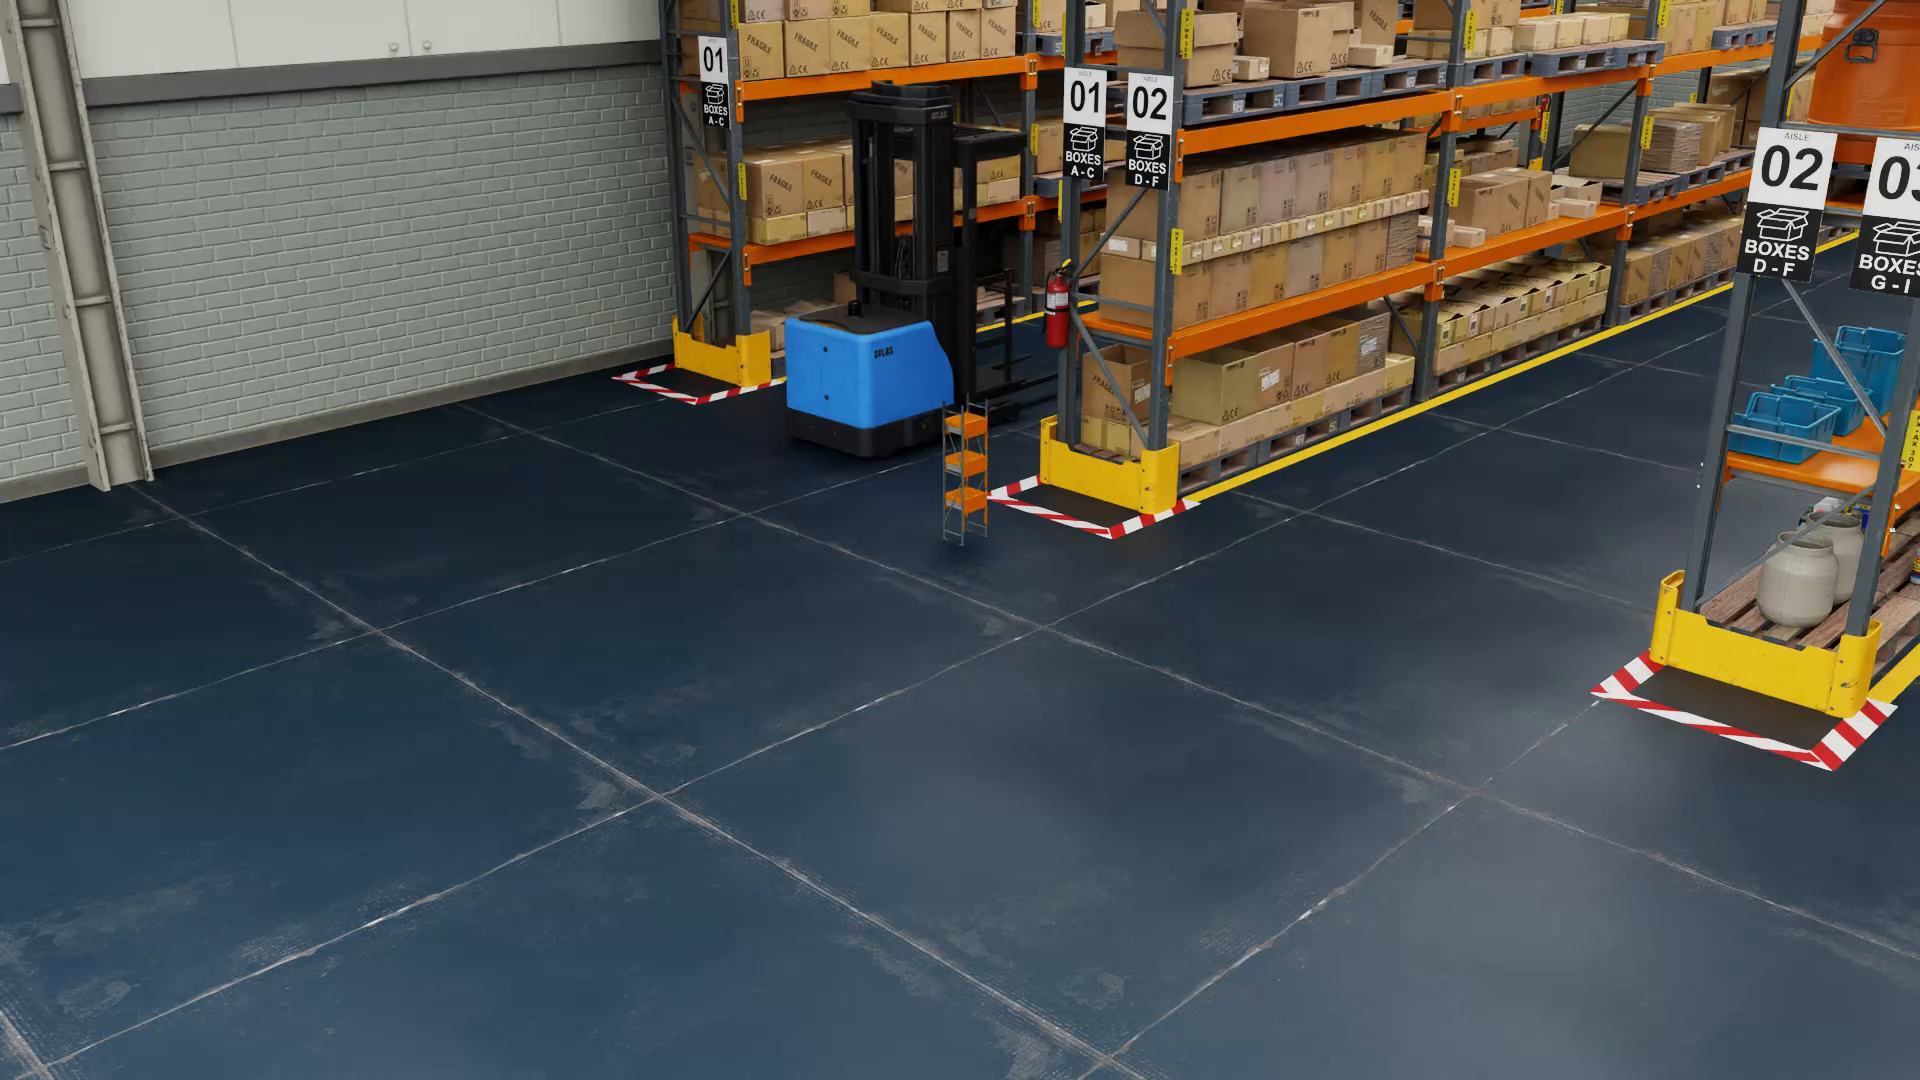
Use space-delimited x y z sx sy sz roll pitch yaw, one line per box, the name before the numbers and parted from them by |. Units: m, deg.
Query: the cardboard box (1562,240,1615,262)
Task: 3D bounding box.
cardboard box | 7.232 -3.172 19.018 0.500 0.500 0.500 -19 28 -40

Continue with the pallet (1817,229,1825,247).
pallet | 10.869 -4.052 22.324 1.003 0.211 1.213 19 28 41

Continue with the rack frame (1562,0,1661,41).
rack frame | 6.748 -6.635 16.793 1.000 3.000 0.127 19 28 41

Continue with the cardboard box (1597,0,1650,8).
cardboard box | 7.057 -5.859 17.422 0.500 0.500 0.500 19 28 41

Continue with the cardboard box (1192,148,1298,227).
cardboard box | 2.253 -2.827 13.301 0.700 0.500 0.500 19 28 41

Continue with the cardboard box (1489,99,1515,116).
cardboard box | 7.928 -6.946 25.548 0.980 0.700 0.700 19 28 40

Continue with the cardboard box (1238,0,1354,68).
cardboard box | 2.718 -4.124 13.518 0.637 0.503 0.797 -16 26 -36

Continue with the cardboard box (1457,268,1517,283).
cardboard box | 5.454 -2.680 17.332 0.500 0.311 0.500 18 28 39

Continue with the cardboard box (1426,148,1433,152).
cardboard box | 6.887 -5.816 25.021 0.380 0.149 0.250 18 27 39

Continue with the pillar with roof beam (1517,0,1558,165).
pillar with roof beam | 13.125 -9.763 24.933 9.100 9.000 0.400 19 28 41

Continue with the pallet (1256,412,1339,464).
pallet | 2.521 -0.996 14.370 1.003 0.211 1.213 19 28 41

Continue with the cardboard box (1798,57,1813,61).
cardboard box | 11.830 -6.356 22.898 0.500 0.500 0.500 -19 28 -40

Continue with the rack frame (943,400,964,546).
rack frame | -0.048 -0.472 11.840 0.200 1.050 0.008 19 28 41

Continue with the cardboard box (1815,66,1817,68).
cardboard box | 11.505 -5.956 21.858 0.500 0.500 0.500 -19 28 -41

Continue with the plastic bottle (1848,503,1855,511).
plastic bottle | 6.215 -0.273 11.683 0.144 0.351 0.185 19 28 40

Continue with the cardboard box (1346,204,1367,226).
cardboard box | 3.210 -2.771 14.060 0.380 0.149 0.250 19 28 40

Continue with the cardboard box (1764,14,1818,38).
cardboard box | 10.055 -6.256 20.198 0.500 0.250 0.500 19 28 41

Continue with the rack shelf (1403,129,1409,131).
rack shelf | 4.591 -5.252 22.560 1.077 0.370 4.000 19 28 41

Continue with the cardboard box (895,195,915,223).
cardboard box | -0.751 -3.398 16.916 0.500 0.250 0.500 20 28 41

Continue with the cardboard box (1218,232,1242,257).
cardboard box | 1.952 -2.307 12.852 0.380 0.149 0.250 19 28 41

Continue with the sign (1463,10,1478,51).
sign | 4.356 -4.346 14.189 0.100 0.325 0.005 19 28 41

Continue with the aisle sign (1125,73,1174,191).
aisle sign | 1.340 -2.898 11.810 0.394 0.787 0.004 19 28 41

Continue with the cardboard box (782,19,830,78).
cardboard box | -1.572 -4.625 15.580 0.500 0.500 0.500 -18 27 -39

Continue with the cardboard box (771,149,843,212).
cardboard box | -1.485 -3.478 16.079 0.500 0.500 0.500 19 28 41

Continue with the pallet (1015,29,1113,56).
pallet | 0.912 -5.490 18.257 1.213 0.211 1.003 19 28 41

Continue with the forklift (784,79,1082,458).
forklift | -0.118 -2.491 14.471 1.130 2.935 3.031 18 28 39

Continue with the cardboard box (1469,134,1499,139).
cardboard box | 8.304 -6.339 26.380 0.380 0.149 0.250 20 28 41

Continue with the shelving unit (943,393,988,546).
shelving unit | 0.037 -0.504 11.922 0.215 1.050 0.252 19 28 41

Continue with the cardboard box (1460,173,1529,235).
cardboard box | 5.222 -3.310 16.367 0.500 0.500 0.500 19 28 41

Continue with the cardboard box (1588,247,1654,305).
cardboard box | 7.270 -2.918 18.358 0.500 0.500 0.500 -19 28 -40

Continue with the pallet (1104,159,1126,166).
pallet | 1.844 -4.465 19.777 1.003 0.211 1.213 19 28 41

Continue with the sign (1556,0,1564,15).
sign | 6.360 -5.612 17.594 0.100 0.325 0.005 19 28 41

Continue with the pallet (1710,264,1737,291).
pallet | 8.998 -3.342 20.477 1.003 0.211 1.213 19 28 41

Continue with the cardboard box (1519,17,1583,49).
cardboard box | 5.712 -4.946 16.206 0.500 0.250 0.500 19 28 40

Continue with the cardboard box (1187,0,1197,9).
cardboard box | 2.529 -6.402 20.201 0.500 0.500 0.500 19 28 41

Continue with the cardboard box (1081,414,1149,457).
cardboard box | 1.329 -0.902 13.488 0.500 0.250 0.500 19 28 41

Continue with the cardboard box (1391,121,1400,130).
cardboard box | 5.953 -5.836 23.399 0.380 0.149 0.250 20 28 41

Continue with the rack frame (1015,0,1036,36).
rack frame | 0.405 -6.845 17.341 1.000 3.000 0.127 19 28 41

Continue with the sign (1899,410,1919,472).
sign | 5.104 -0.528 8.881 0.100 0.325 0.005 19 28 41

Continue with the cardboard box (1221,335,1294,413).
cardboard box | 2.387 -1.384 13.695 0.500 0.500 0.500 19 28 41

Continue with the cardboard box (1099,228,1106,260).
cardboard box | 1.616 -3.543 19.984 0.700 0.500 0.500 20 28 41

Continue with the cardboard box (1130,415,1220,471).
cardboard box | 1.700 -0.773 13.151 0.500 0.250 0.500 19 28 41

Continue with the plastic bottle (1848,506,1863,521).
plastic bottle | 6.202 -0.136 11.536 0.097 0.201 0.097 0 21 0

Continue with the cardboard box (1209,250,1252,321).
cardboard box | 1.865 -2.078 13.160 0.500 0.500 0.700 -19 28 -41

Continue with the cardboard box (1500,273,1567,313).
cardboard box | 5.847 -2.548 16.989 0.500 0.311 0.500 19 28 40

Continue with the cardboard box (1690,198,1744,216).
cardboard box | 9.732 -4.119 21.480 0.500 0.500 0.500 19 28 41

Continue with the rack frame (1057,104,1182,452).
rack frame | 1.167 -1.778 12.519 1.000 3.000 0.127 19 28 41

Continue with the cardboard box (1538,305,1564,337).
cardboard box | 5.845 -2.289 17.096 0.500 0.250 0.500 -19 28 -41

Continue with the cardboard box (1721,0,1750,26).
cardboard box | 8.684 -6.264 19.145 0.600 0.600 0.600 19 28 40

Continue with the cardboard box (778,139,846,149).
cardboard box | -1.493 -3.741 16.764 0.500 0.500 0.500 18 28 39

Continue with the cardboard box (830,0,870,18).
cardboard box | -1.207 -5.229 15.756 0.500 0.500 0.500 -19 28 -41

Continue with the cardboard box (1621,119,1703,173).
cardboard box | 7.881 -4.455 18.758 0.500 0.500 0.700 -14 25 -32

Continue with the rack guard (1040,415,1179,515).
rack guard | 1.150 -0.605 12.952 1.175 0.500 0.348 19 28 41

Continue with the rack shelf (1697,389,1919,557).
rack shelf | 6.108 -0.716 10.758 1.077 0.370 4.000 19 28 41
